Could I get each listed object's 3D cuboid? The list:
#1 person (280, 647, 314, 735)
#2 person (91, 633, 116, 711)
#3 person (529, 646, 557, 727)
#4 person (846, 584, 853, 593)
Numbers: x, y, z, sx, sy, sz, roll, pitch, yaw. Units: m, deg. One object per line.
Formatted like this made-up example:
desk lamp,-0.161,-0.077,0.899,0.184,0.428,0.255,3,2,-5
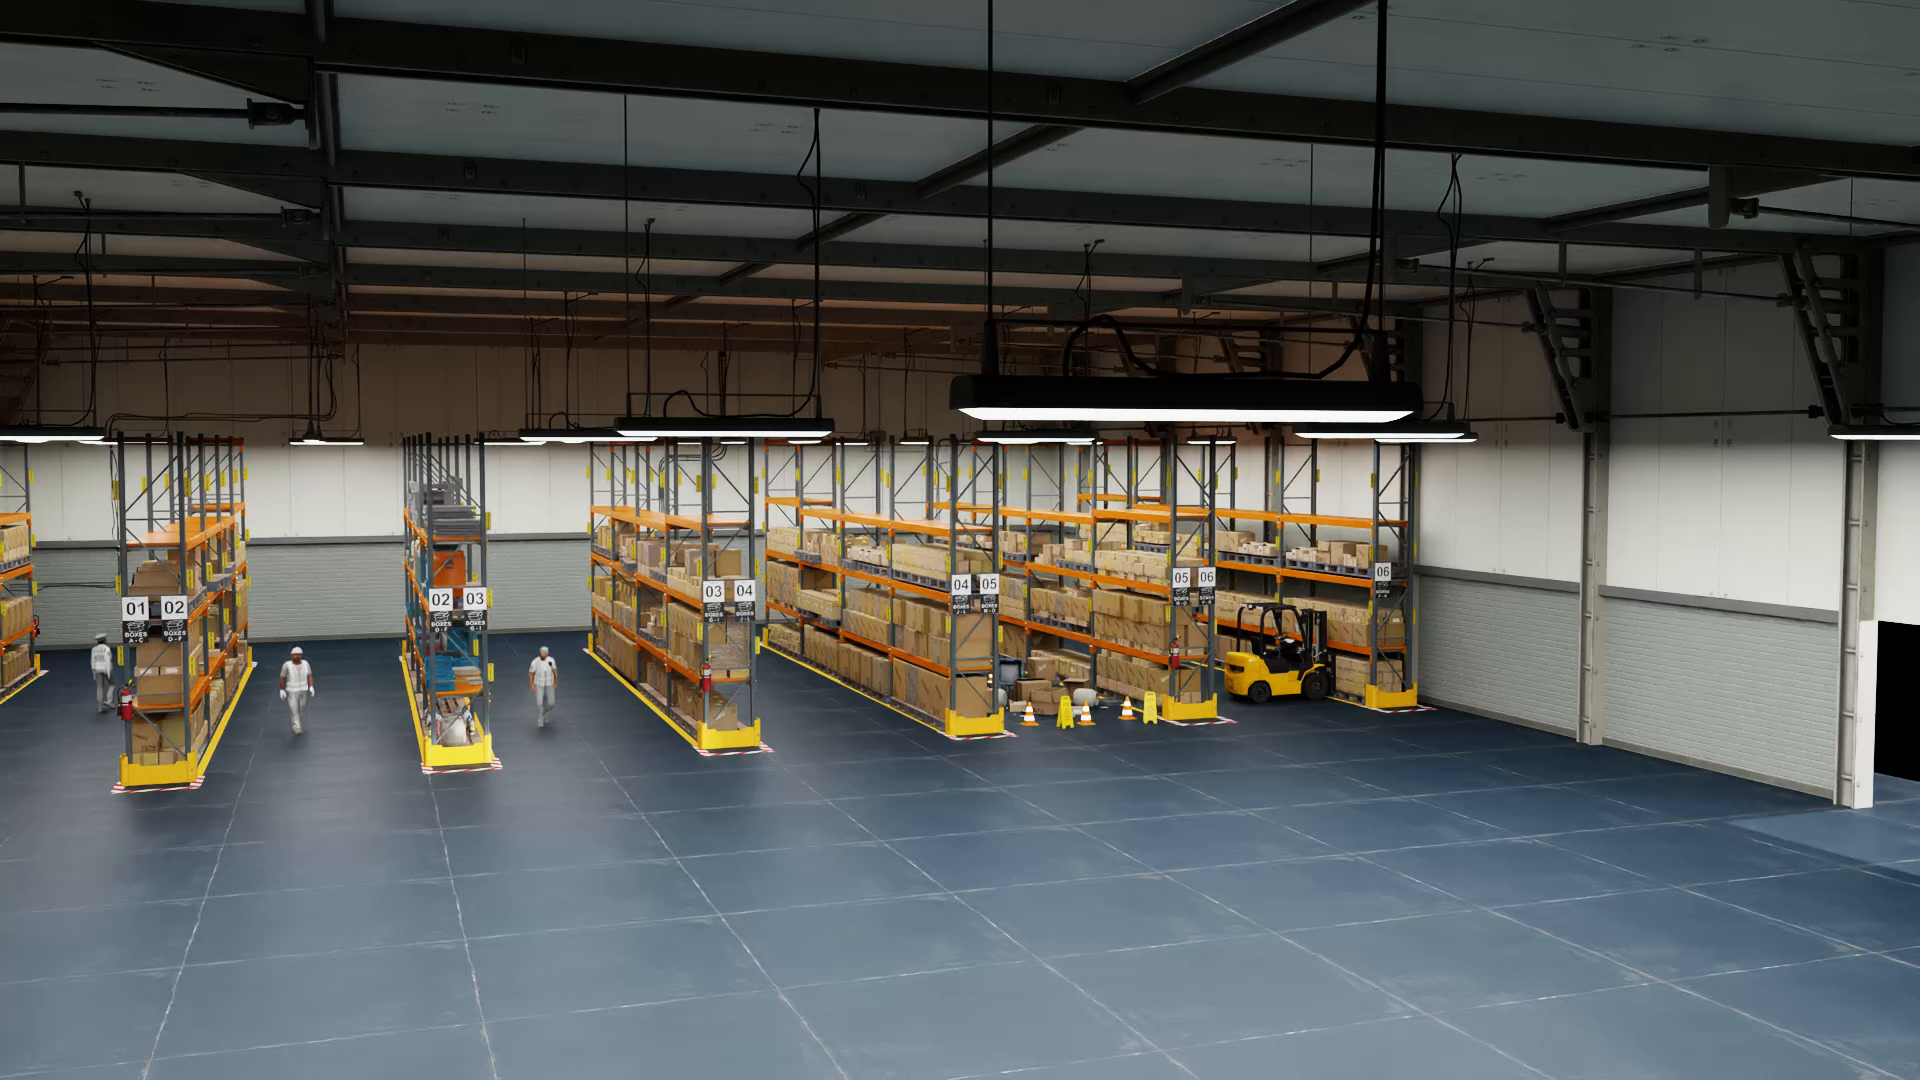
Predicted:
person,-13.153,2.992,33.084,1.066,1.722,0.577,3,4,42
person,-18.665,2.875,36.182,0.494,1.669,0.500,-1,3,-10
person,-8.623,3.008,34.392,0.571,1.647,0.592,-1,3,-24
person,-3.315,2.049,48.758,0.503,1.525,0.414,-2,4,-33
